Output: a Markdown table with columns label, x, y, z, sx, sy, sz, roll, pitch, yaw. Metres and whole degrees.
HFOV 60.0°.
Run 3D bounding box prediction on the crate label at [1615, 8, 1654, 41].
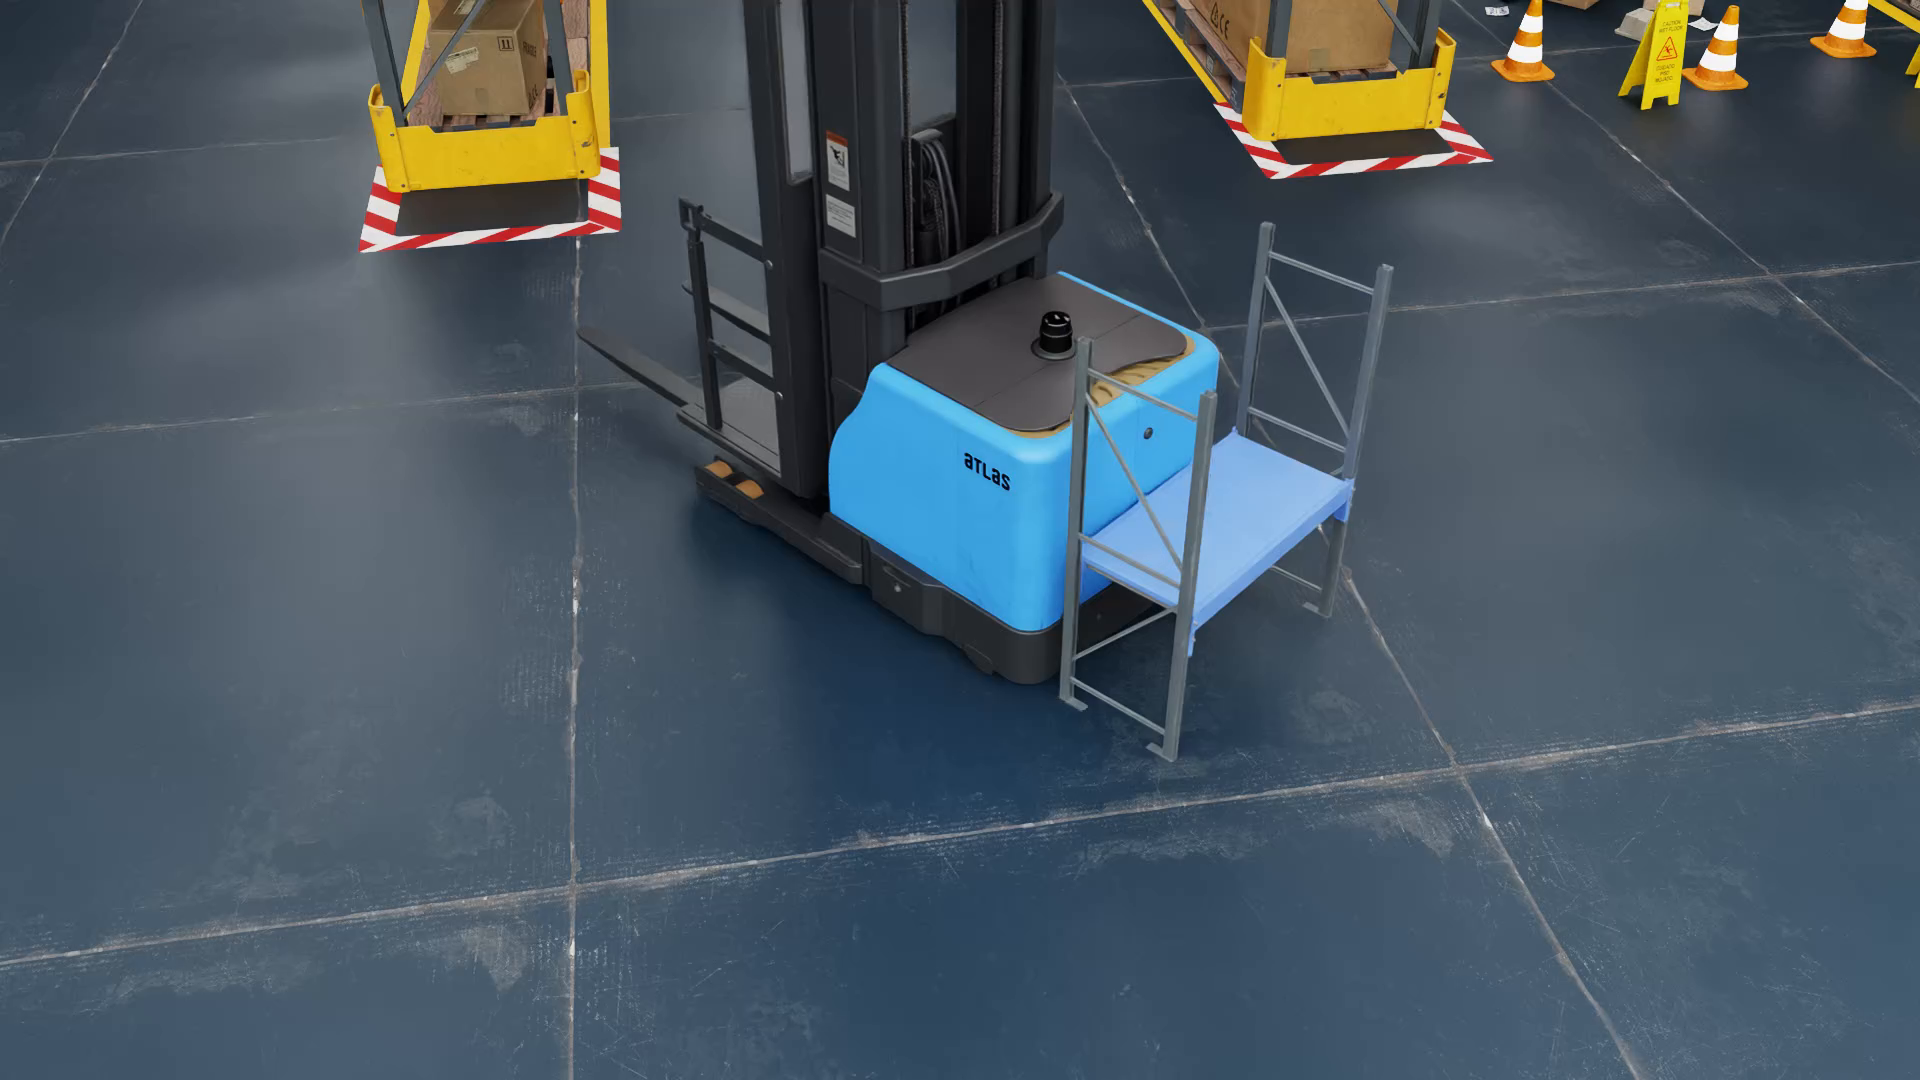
| label | x | y | z | sx | sy | sz | roll | pitch | yaw |
| --- | --- | --- | --- | --- | --- | --- | --- | --- | --- |
| crate label | 4.557 | -3.427 | 11.050 | 0.250 | 0.136 | 0.298 | -27 | 45 | -31 |

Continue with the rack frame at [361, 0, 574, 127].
| label | x | y | z | sx | sy | sz | roll | pitch | yaw |
| --- | --- | --- | --- | --- | --- | --- | --- | --- | --- |
| rack frame | -2.622 | -3.227 | 8.459 | 1.000 | 3.000 | 0.127 | -6 | 38 | -8 |

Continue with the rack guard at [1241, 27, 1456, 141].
| label | x | y | z | sx | sy | sz | roll | pitch | yaw |
| --- | --- | --- | --- | --- | --- | --- | --- | --- | --- |
| rack guard | 2.283 | -2.698 | 9.816 | 1.175 | 0.500 | 0.348 | -6 | 38 | -8 |

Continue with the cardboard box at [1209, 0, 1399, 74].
| label | x | y | z | sx | sy | sz | roll | pitch | yaw |
| --- | --- | --- | --- | --- | --- | --- | --- | --- | --- |
| cardboard box | 2.095 | -3.429 | 10.109 | 0.875 | 0.875 | 0.875 | -6 | 38 | -8 |

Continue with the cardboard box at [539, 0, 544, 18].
| label | x | y | z | sx | sy | sz | roll | pitch | yaw |
| --- | --- | --- | --- | --- | --- | --- | --- | --- | --- |
| cardboard box | -2.944 | -3.523 | 10.535 | 0.500 | 0.500 | 0.500 | -3 | 38 | -4 |

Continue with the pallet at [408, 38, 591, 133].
| label | x | y | z | sx | sy | sz | roll | pitch | yaw |
| --- | --- | --- | --- | --- | --- | --- | --- | --- | --- |
| pallet | -2.743 | -2.667 | 10.010 | 1.003 | 0.211 | 1.213 | -6 | 38 | -8 |

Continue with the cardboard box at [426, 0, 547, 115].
| label | x | y | z | sx | sy | sz | roll | pitch | yaw |
| --- | --- | --- | --- | --- | --- | --- | --- | --- | --- |
| cardboard box | -2.715 | -2.785 | 9.585 | 0.500 | 0.500 | 0.500 | 0 | 38 | 1 |

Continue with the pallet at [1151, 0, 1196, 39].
| label | x | y | z | sx | sy | sz | roll | pitch | yaw |
| --- | --- | --- | --- | --- | --- | --- | --- | --- | --- |
| pallet | 1.851 | -3.809 | 11.480 | 1.003 | 0.211 | 1.213 | -6 | 38 | -8 |

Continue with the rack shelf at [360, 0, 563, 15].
| label | x | y | z | sx | sy | sz | roll | pitch | yaw |
| --- | --- | --- | --- | --- | --- | --- | --- | --- | --- |
| rack shelf | -2.972 | -4.151 | 10.235 | 1.077 | 0.370 | 4.000 | -6 | 38 | -8 |

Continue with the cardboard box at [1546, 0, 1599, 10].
| label | x | y | z | sx | sy | sz | roll | pitch | yaw |
| --- | --- | --- | --- | --- | --- | --- | --- | --- | --- |
| cardboard box | 4.334 | -4.096 | 11.612 | 0.637 | 0.503 | 0.797 | 27 | 45 | 30 |

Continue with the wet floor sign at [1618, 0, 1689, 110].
| label | x | y | z | sx | sy | sz | roll | pitch | yaw |
| --- | --- | --- | --- | --- | --- | --- | --- | --- | --- |
| wet floor sign | 4.234 | -2.966 | 10.041 | 0.267 | 0.644 | 0.232 | -13 | 40 | -16 |

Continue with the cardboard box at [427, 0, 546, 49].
| label | x | y | z | sx | sy | sz | roll | pitch | yaw |
| --- | --- | --- | --- | --- | --- | --- | --- | --- | --- |
| cardboard box | -2.853 | -3.143 | 10.045 | 0.500 | 0.500 | 0.500 | 3 | 38 | 4 |

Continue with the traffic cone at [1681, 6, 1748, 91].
| label | x | y | z | sx | sy | sz | roll | pitch | yaw |
| --- | --- | --- | --- | --- | --- | --- | --- | --- | --- |
| traffic cone | 4.756 | -3.088 | 10.347 | 0.336 | 0.463 | 0.334 | -6 | 38 | -8 |

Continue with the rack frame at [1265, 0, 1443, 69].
| label | x | y | z | sx | sy | sz | roll | pitch | yaw |
| --- | --- | --- | --- | --- | --- | --- | --- | --- | --- |
| rack frame | 2.279 | -3.700 | 9.067 | 1.000 | 3.000 | 0.127 | -6 | 38 | -8 |

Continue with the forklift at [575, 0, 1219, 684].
| label | x | y | z | sx | sy | sz | roll | pitch | yaw |
| --- | --- | --- | --- | --- | --- | --- | --- | --- | --- |
| forklift | -0.459 | -1.437 | 6.211 | 3.031 | 2.935 | 1.130 | 31 | 48 | 34 |

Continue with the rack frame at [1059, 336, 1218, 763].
| label | x | y | z | sx | sy | sz | roll | pitch | yaw |
| --- | --- | --- | --- | --- | --- | --- | --- | --- | --- |
| rack frame | 0.556 | 0.073 | 5.434 | 0.500 | 1.500 | 0.032 | 28 | 46 | 31 |

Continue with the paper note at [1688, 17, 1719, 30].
| label | x | y | z | sx | sy | sz | roll | pitch | yaw |
| --- | --- | --- | --- | --- | --- | --- | --- | --- | --- |
| paper note | 5.009 | -3.478 | 11.202 | 0.148 | 0.019 | 0.142 | -20 | 42 | -23 |

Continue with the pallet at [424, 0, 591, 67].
| label | x | y | z | sx | sy | sz | roll | pitch | yaw |
| --- | --- | --- | --- | --- | --- | --- | --- | --- | --- |
| pallet | -2.953 | -3.402 | 10.957 | 1.003 | 0.211 | 1.213 | -6 | 38 | -8 |

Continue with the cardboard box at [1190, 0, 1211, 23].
| label | x | y | z | sx | sy | sz | roll | pitch | yaw |
| --- | --- | --- | --- | --- | --- | --- | --- | --- | --- |
| cardboard box | 1.939 | -3.960 | 10.792 | 0.875 | 0.875 | 0.875 | -7 | 38 | -9 |

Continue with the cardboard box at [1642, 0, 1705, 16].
| label | x | y | z | sx | sy | sz | roll | pitch | yaw |
| --- | --- | --- | --- | --- | --- | --- | --- | --- | --- |
| cardboard box | 4.916 | -3.742 | 11.445 | 0.380 | 0.149 | 0.250 | 13 | 40 | 16 |

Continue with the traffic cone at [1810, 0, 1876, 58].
| label | x | y | z | sx | sy | sz | roll | pitch | yaw |
| --- | --- | --- | --- | --- | --- | --- | --- | --- | --- |
| traffic cone | 5.789 | -3.413 | 10.765 | 0.336 | 0.463 | 0.334 | -6 | 38 | -8 |

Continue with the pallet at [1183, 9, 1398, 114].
| label | x | y | z | sx | sy | sz | roll | pitch | yaw |
| --- | --- | --- | --- | --- | --- | --- | --- | --- | --- |
| pallet | 2.062 | -3.073 | 10.534 | 1.003 | 0.211 | 1.213 | -6 | 38 | -8 |

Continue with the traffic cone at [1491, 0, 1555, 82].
| label | x | y | z | sx | sy | sz | roll | pitch | yaw |
| --- | --- | --- | --- | --- | --- | --- | --- | --- | --- |
| traffic cone | 3.584 | -3.172 | 10.455 | 0.336 | 0.463 | 0.334 | -6 | 38 | -8 |

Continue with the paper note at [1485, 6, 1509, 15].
| label | x | y | z | sx | sy | sz | roll | pitch | yaw |
| --- | --- | --- | --- | --- | --- | --- | --- | --- | --- |
| paper note | 3.683 | -3.631 | 11.401 | 0.144 | 0.017 | 0.142 | 6 | 38 | 8 |

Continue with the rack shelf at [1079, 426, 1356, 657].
| label | x | y | z | sx | sy | sz | roll | pitch | yaw |
| --- | --- | --- | --- | --- | --- | --- | --- | --- | --- |
| rack shelf | 0.891 | -0.019 | 5.846 | 0.538 | 0.185 | 1.000 | 28 | 46 | 31 |

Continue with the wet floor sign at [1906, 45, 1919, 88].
| label | x | y | z | sx | sy | sz | roll | pitch | yaw |
| --- | --- | --- | --- | --- | --- | --- | --- | --- | --- |
| wet floor sign | 6.115 | -3.134 | 10.258 | 0.267 | 0.644 | 0.232 | 6 | 38 | 8 |

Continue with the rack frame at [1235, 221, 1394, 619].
| label | x | y | z | sx | sy | sz | roll | pitch | yaw |
| --- | --- | --- | --- | --- | --- | --- | --- | --- | --- |
| rack frame | 1.226 | -0.396 | 6.037 | 0.500 | 1.500 | 0.032 | 28 | 46 | 31 |

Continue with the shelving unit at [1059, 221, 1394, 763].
| label | x | y | z | sx | sy | sz | roll | pitch | yaw |
| --- | --- | --- | --- | --- | --- | --- | --- | --- | --- |
| shelving unit | 0.891 | -0.162 | 5.735 | 0.538 | 1.500 | 1.048 | 28 | 46 | 31 |

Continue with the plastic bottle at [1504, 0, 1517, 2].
| label | x | y | z | sx | sy | sz | roll | pitch | yaw |
| --- | --- | --- | --- | --- | --- | --- | --- | --- | --- |
| plastic bottle | 3.790 | -3.848 | 11.653 | 0.133 | 0.061 | 0.283 | -20 | 42 | -23 |

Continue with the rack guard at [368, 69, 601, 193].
| label | x | y | z | sx | sy | sz | roll | pitch | yaw |
| --- | --- | --- | --- | --- | --- | --- | --- | --- | --- |
| rack guard | -2.635 | -2.286 | 9.285 | 1.175 | 0.500 | 0.348 | -6 | 38 | -8 |
